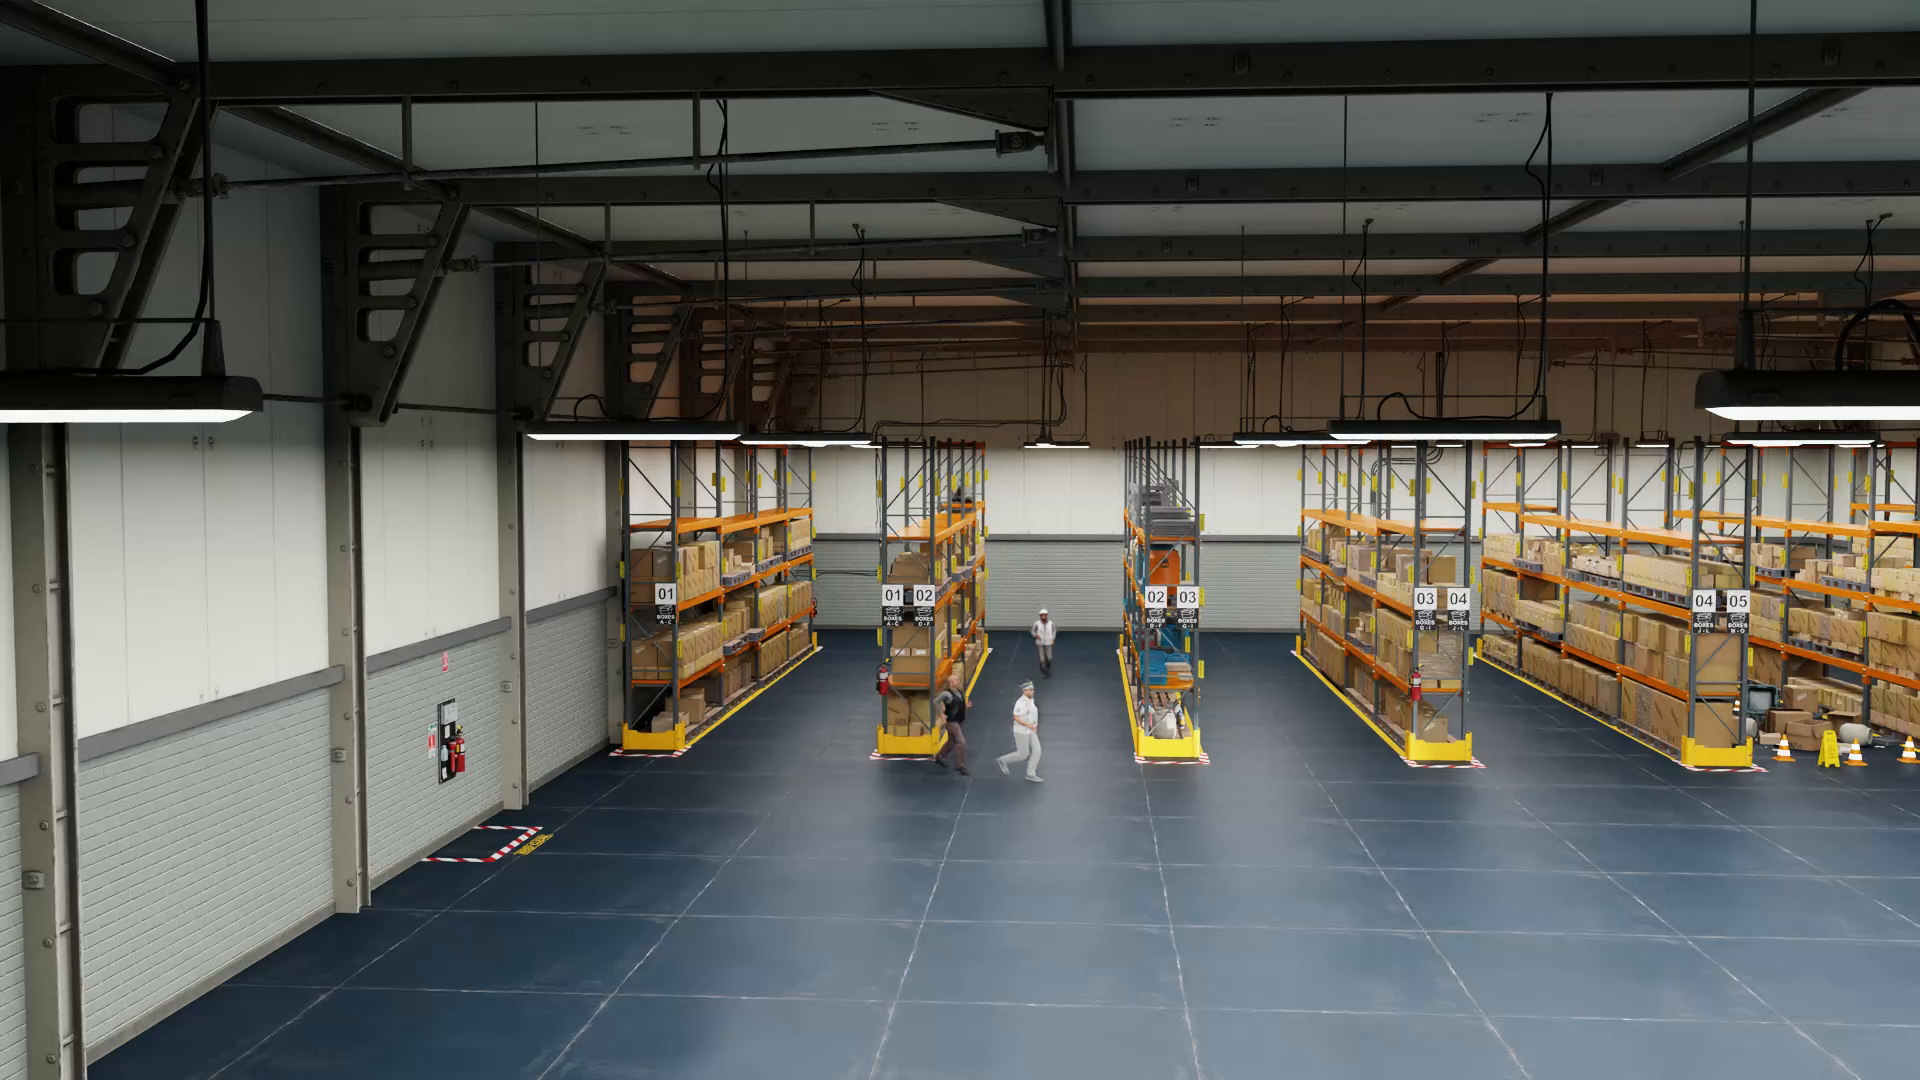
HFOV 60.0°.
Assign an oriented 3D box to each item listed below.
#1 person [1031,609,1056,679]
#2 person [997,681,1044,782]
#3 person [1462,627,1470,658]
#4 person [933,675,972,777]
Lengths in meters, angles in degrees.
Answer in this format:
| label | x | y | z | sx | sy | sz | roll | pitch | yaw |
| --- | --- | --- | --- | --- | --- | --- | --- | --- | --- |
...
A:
| label | x | y | z | sx | sy | sz | roll | pitch | yaw |
| --- | --- | --- | --- | --- | --- | --- | --- | --- | --- |
| person | 2.099 | 2.606 | 41.520 | 0.658 | 1.751 | 0.639 | 0 | 3 | -2 |
| person | 1.070 | 3.311 | 28.867 | 0.831 | 1.752 | 0.656 | 2 | 3 | 28 |
| person | 13.078 | 2.627 | 43.525 | 0.532 | 1.575 | 0.590 | 0 | 3 | 7 |
| person | -0.125 | 3.275 | 29.514 | 0.806 | 1.771 | 0.632 | 2 | 3 | 28 |
